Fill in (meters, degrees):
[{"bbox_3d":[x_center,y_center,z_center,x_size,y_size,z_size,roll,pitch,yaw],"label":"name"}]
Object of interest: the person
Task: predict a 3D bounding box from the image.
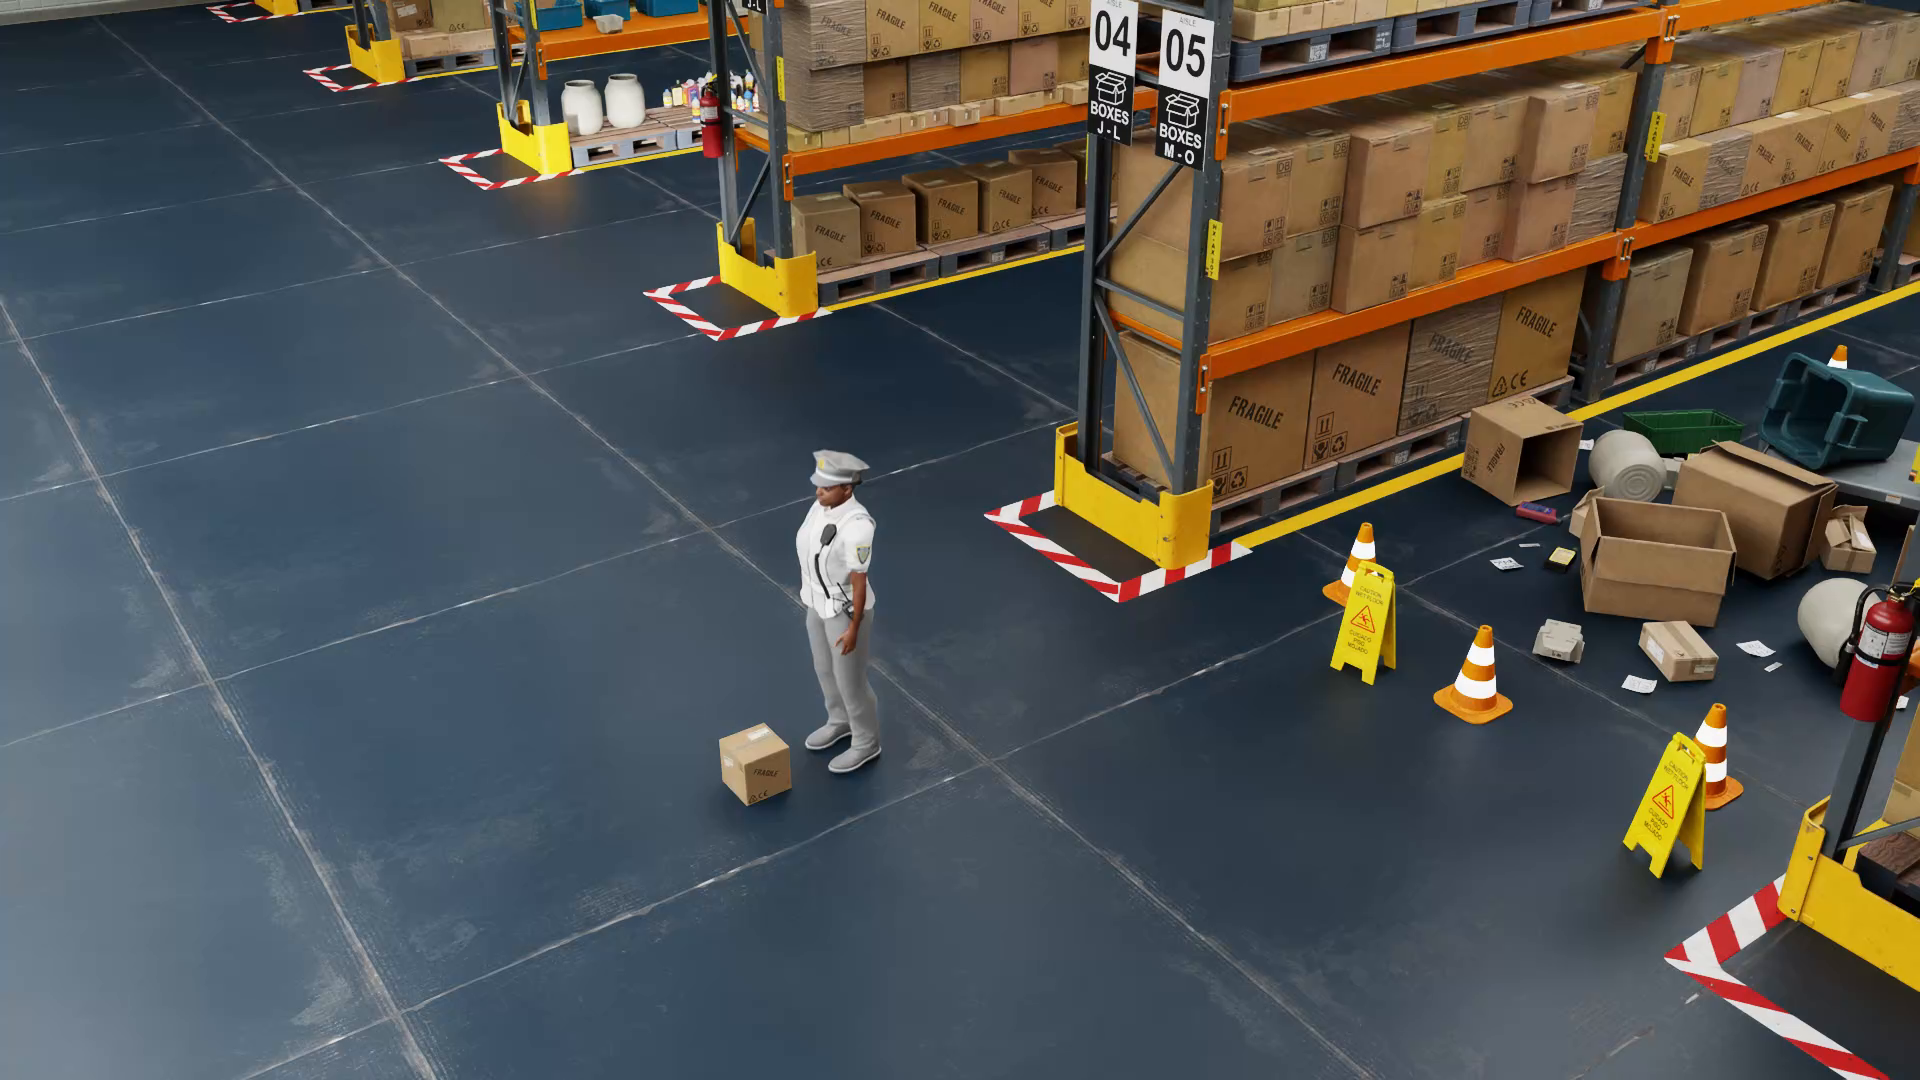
[{"bbox_3d":[-0.583,0.367,7.997,0.409,1.637,0.450,-18,34,-29],"label":"person"}]
